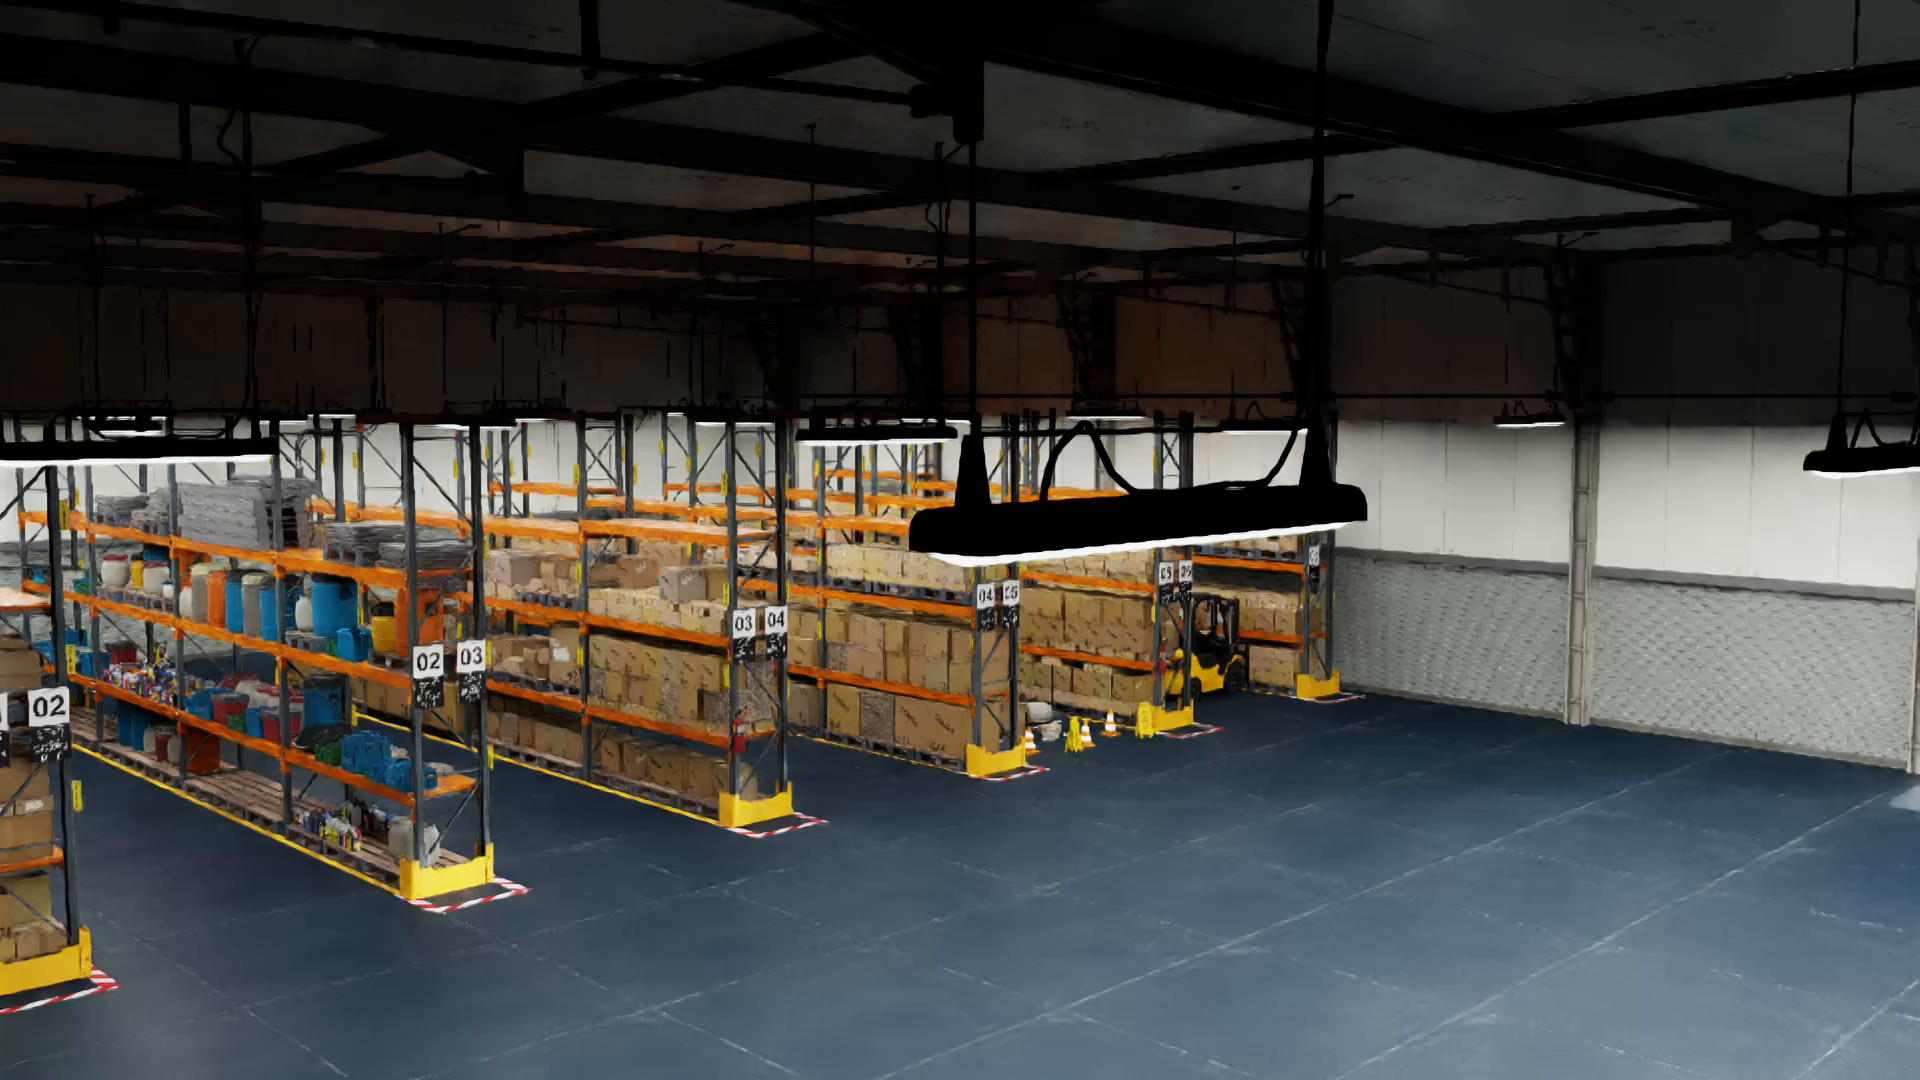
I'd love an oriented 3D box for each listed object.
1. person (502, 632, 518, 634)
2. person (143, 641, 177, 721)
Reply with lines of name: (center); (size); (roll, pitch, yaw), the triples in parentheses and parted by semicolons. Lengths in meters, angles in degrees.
person: (-9.637, 2.491, 35.467); (0.519, 1.541, 0.564); (5, 7, 43)
person: (-15.252, 2.736, 31.603); (0.843, 1.695, 0.706); (3, 6, 27)
